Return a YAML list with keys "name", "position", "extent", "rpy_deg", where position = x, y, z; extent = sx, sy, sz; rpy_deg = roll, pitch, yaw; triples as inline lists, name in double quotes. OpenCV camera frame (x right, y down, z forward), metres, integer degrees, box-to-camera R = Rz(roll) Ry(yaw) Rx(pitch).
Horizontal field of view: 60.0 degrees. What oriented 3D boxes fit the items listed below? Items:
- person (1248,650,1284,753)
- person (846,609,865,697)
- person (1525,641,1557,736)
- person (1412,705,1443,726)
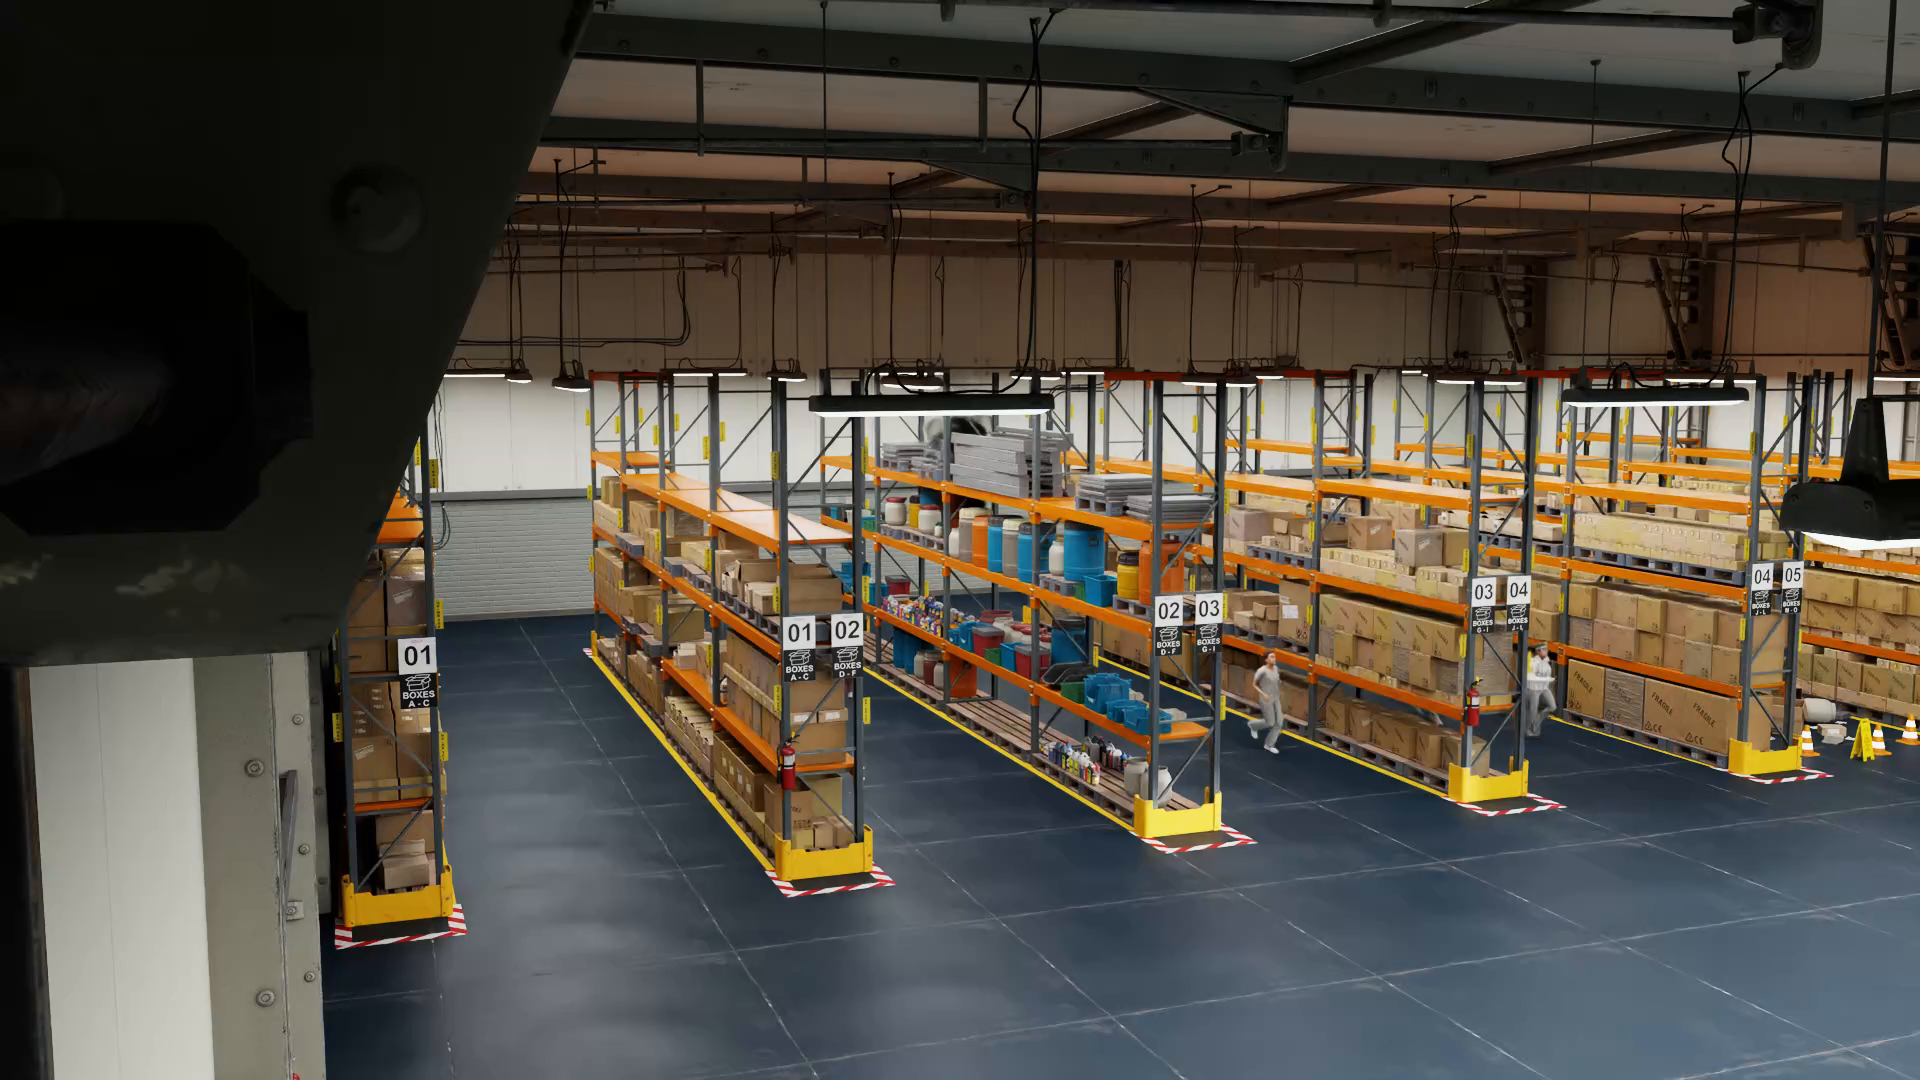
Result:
- name: "person"
  position: [4.920, 2.565, 26.676]
  extent: [0.573, 1.640, 0.624]
  rpy_deg: [-4, 8, -32]
- name: "person"
  position: [-2.034, 2.092, 30.819]
  extent: [0.631, 1.622, 0.551]
  rpy_deg: [-2, 7, -18]
- name: "person"
  position: [9.532, 2.454, 27.291]
  extent: [0.648, 1.643, 0.728]
  rpy_deg: [-3, 7, -24]
- name: "person"
  position: [8.130, 2.233, 28.761]
  extent: [0.650, 1.811, 0.871]
  rpy_deg: [-3, 7, -28]
